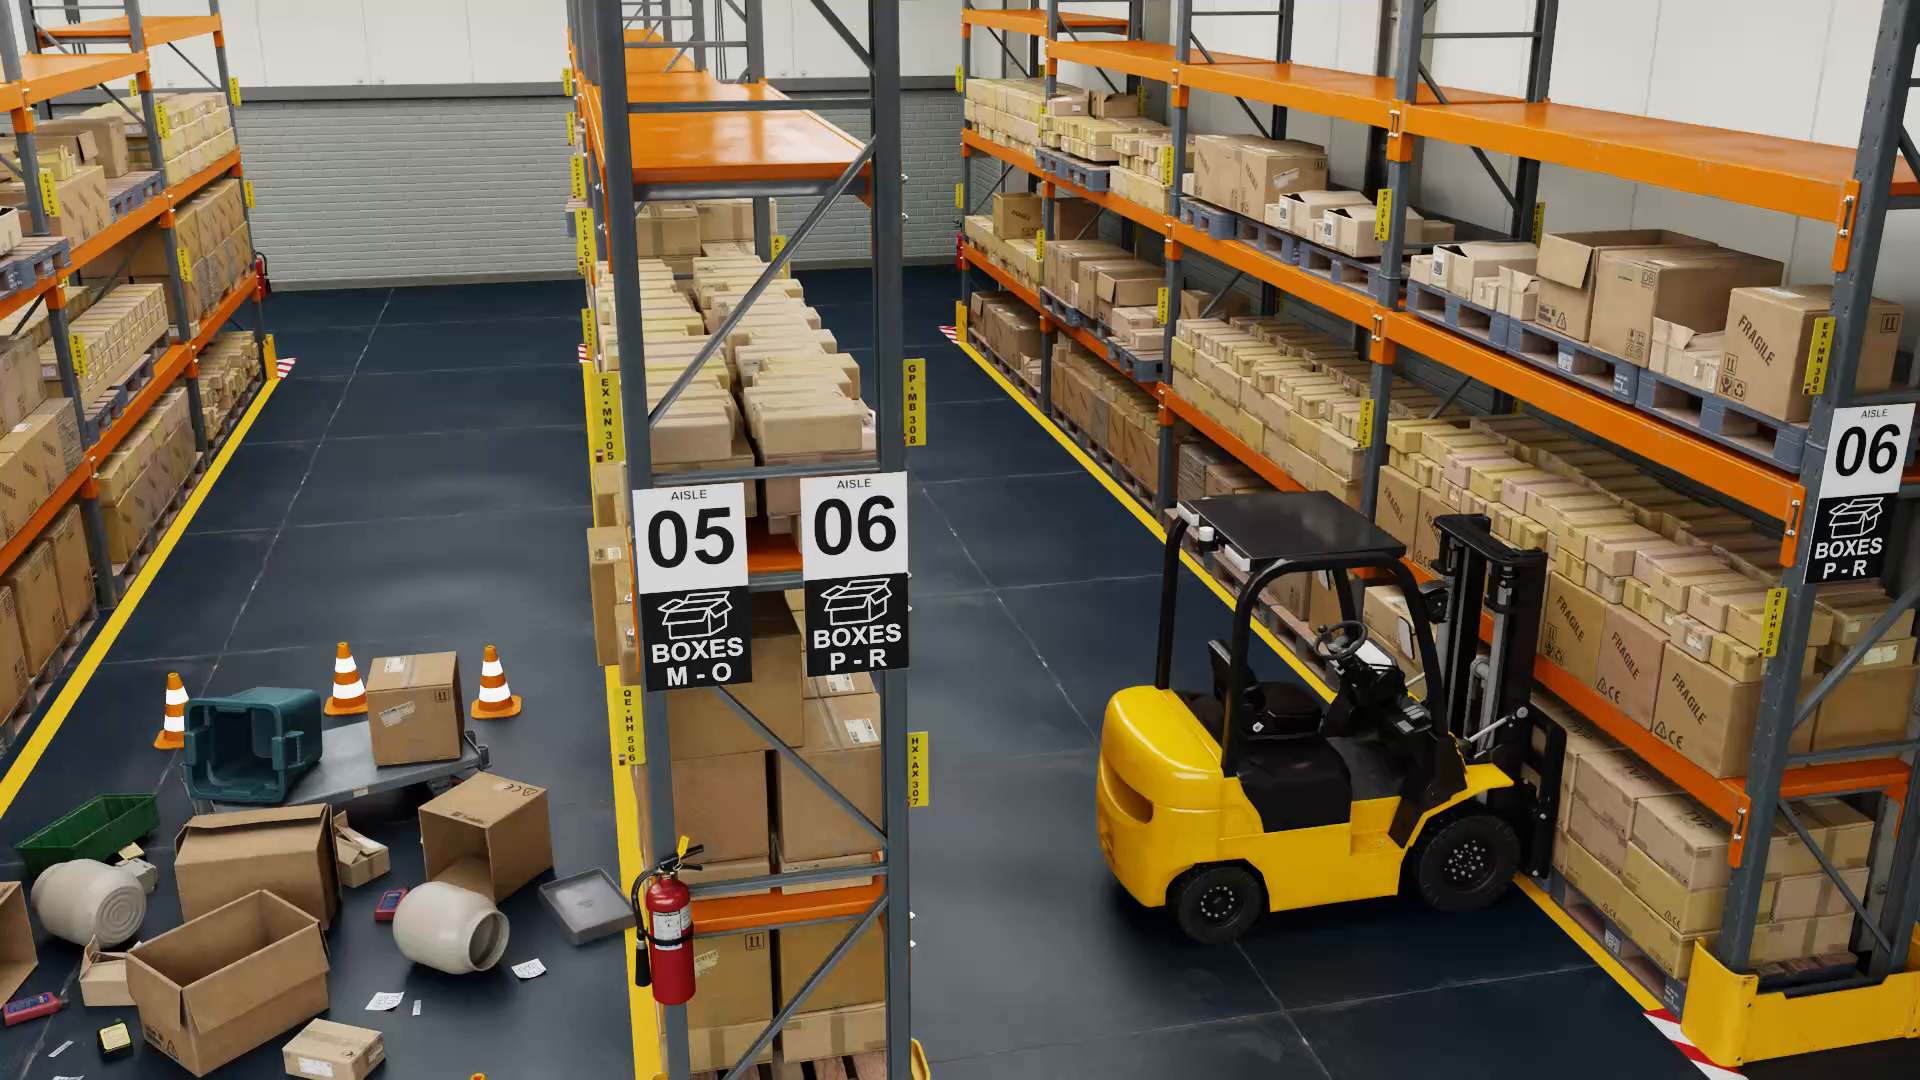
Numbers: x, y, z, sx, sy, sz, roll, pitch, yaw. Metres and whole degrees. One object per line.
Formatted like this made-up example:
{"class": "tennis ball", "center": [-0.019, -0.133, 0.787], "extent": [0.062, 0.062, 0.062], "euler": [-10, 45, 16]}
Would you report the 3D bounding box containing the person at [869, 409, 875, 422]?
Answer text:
{"class": "person", "center": [-0.879, -0.487, 13.733], "extent": [0.629, 1.759, 0.460], "euler": [-6, 20, -17]}
